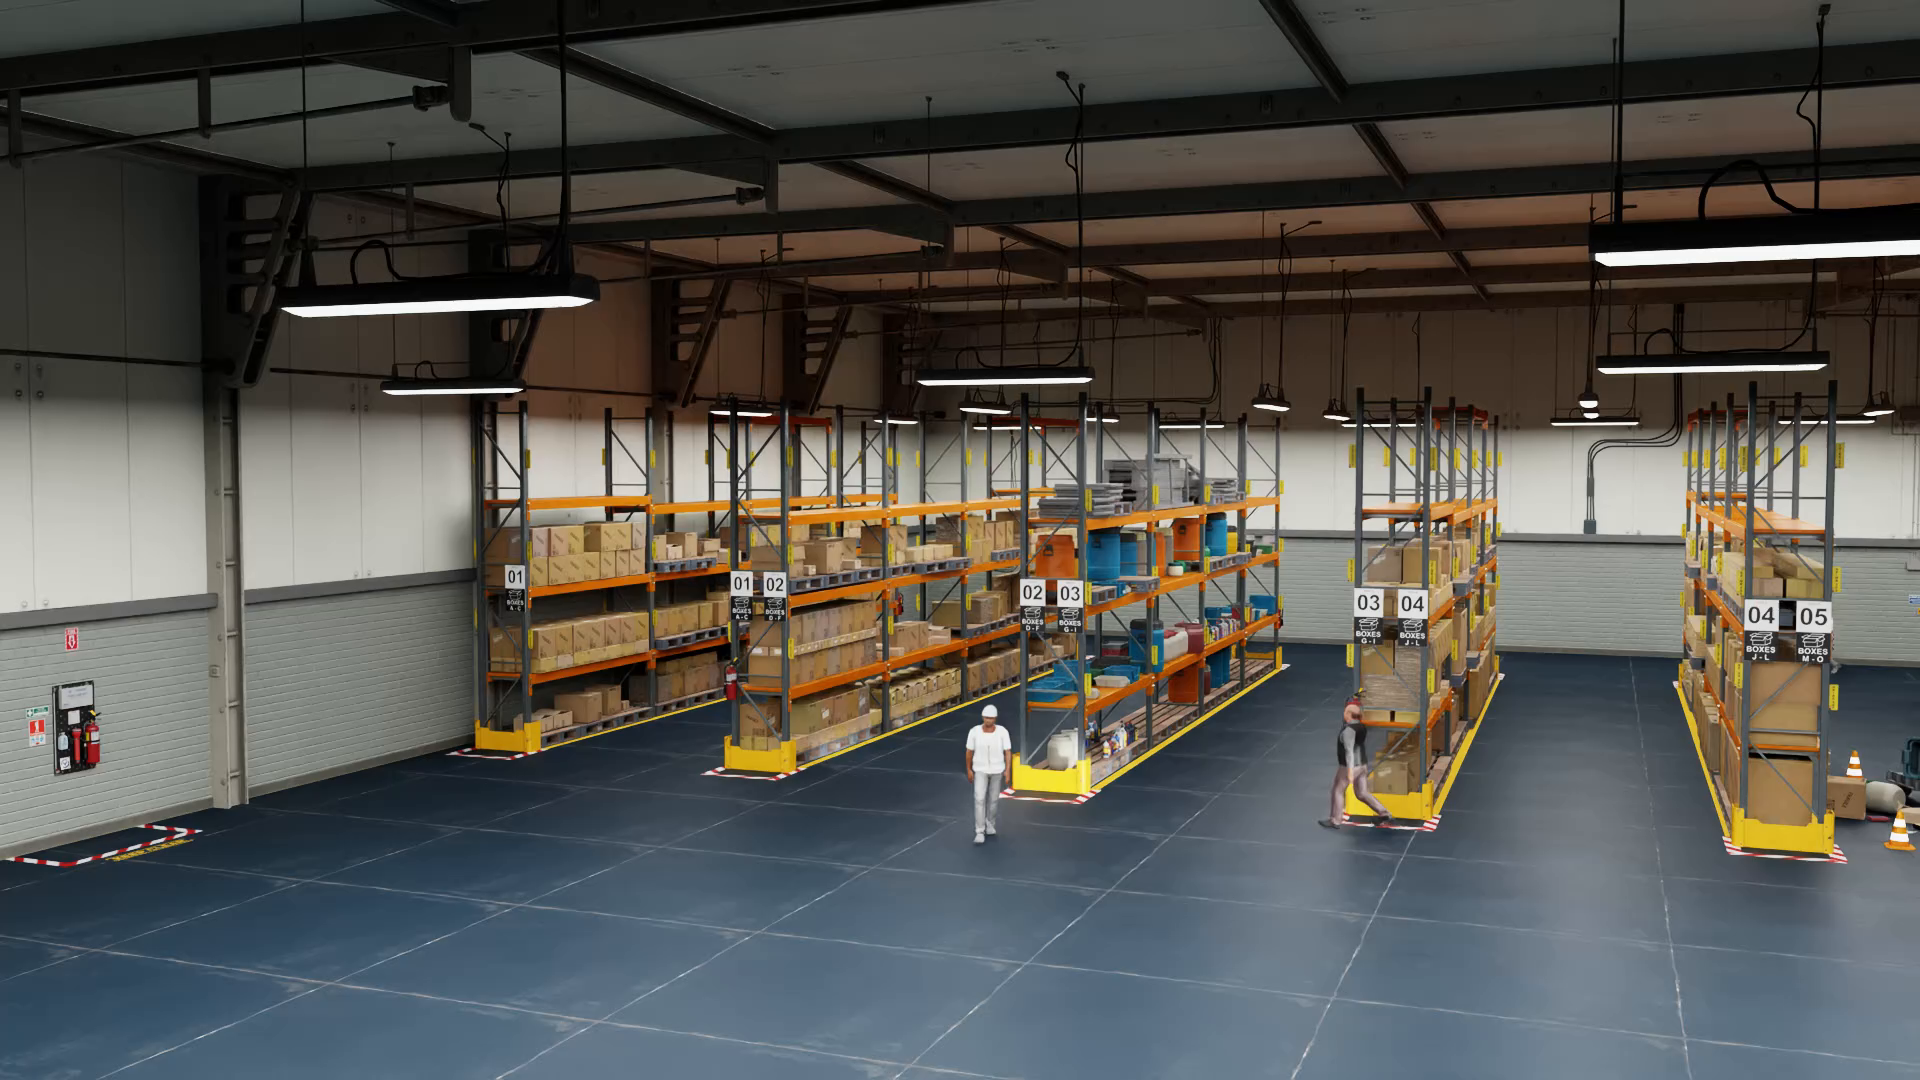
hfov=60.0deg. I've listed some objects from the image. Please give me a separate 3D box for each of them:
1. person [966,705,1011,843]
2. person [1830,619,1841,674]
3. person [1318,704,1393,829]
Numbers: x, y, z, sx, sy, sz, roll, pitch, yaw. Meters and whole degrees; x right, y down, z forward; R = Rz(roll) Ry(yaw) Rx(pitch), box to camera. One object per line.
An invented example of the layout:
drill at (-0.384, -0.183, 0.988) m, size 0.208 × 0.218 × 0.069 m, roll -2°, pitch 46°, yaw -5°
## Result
person at (0.386, 3.047, 21.842) m, size 0.587 × 1.733 × 0.842 m, roll 0°, pitch 3°, yaw -5°
person at (19.805, 2.313, 38.044) m, size 0.871 × 1.644 × 0.441 m, roll 0°, pitch 3°, yaw -7°
person at (5.322, 3.061, 22.396) m, size 0.959 × 1.691 × 0.539 m, roll 2°, pitch 3°, yaw 35°
